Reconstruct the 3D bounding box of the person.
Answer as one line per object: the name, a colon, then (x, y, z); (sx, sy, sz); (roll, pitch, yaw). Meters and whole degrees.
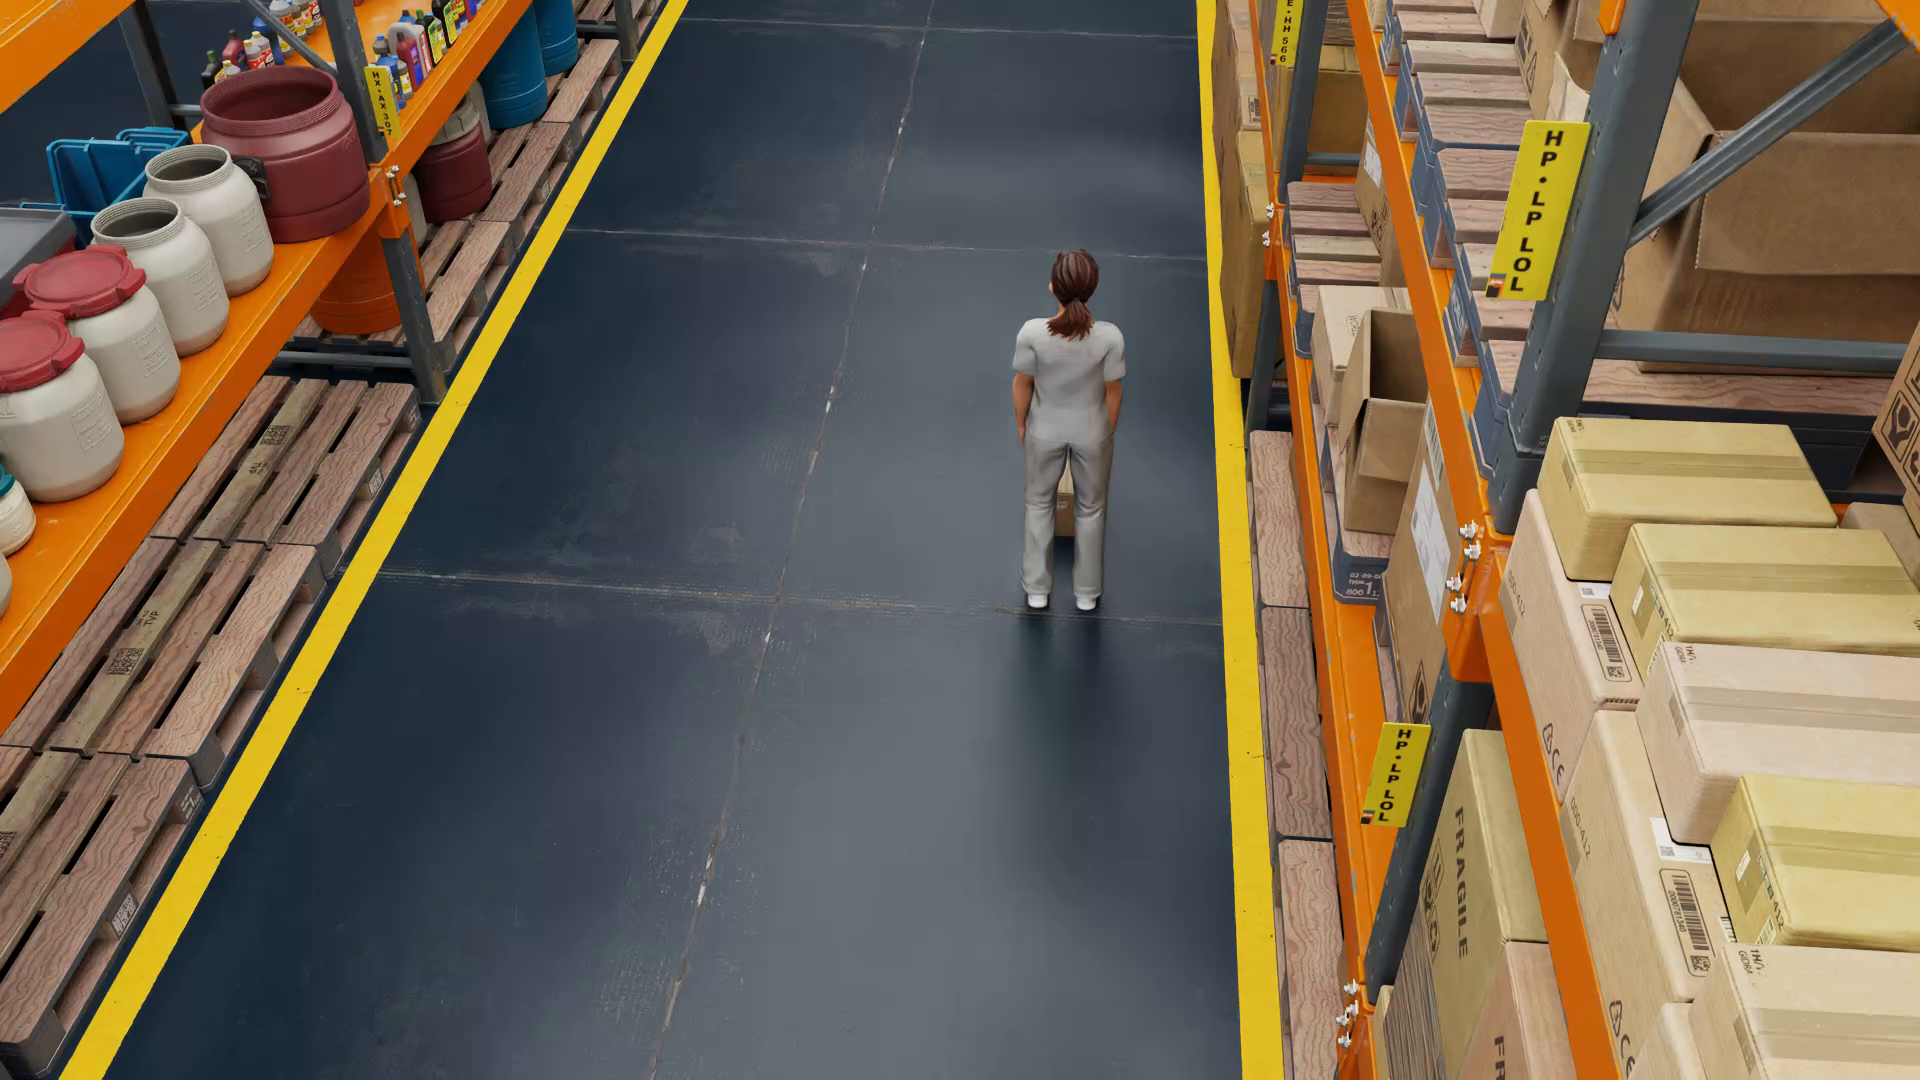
person: (0.423, -0.414, 6.660); (0.438, 1.681, 0.362); (4, 40, 5)
